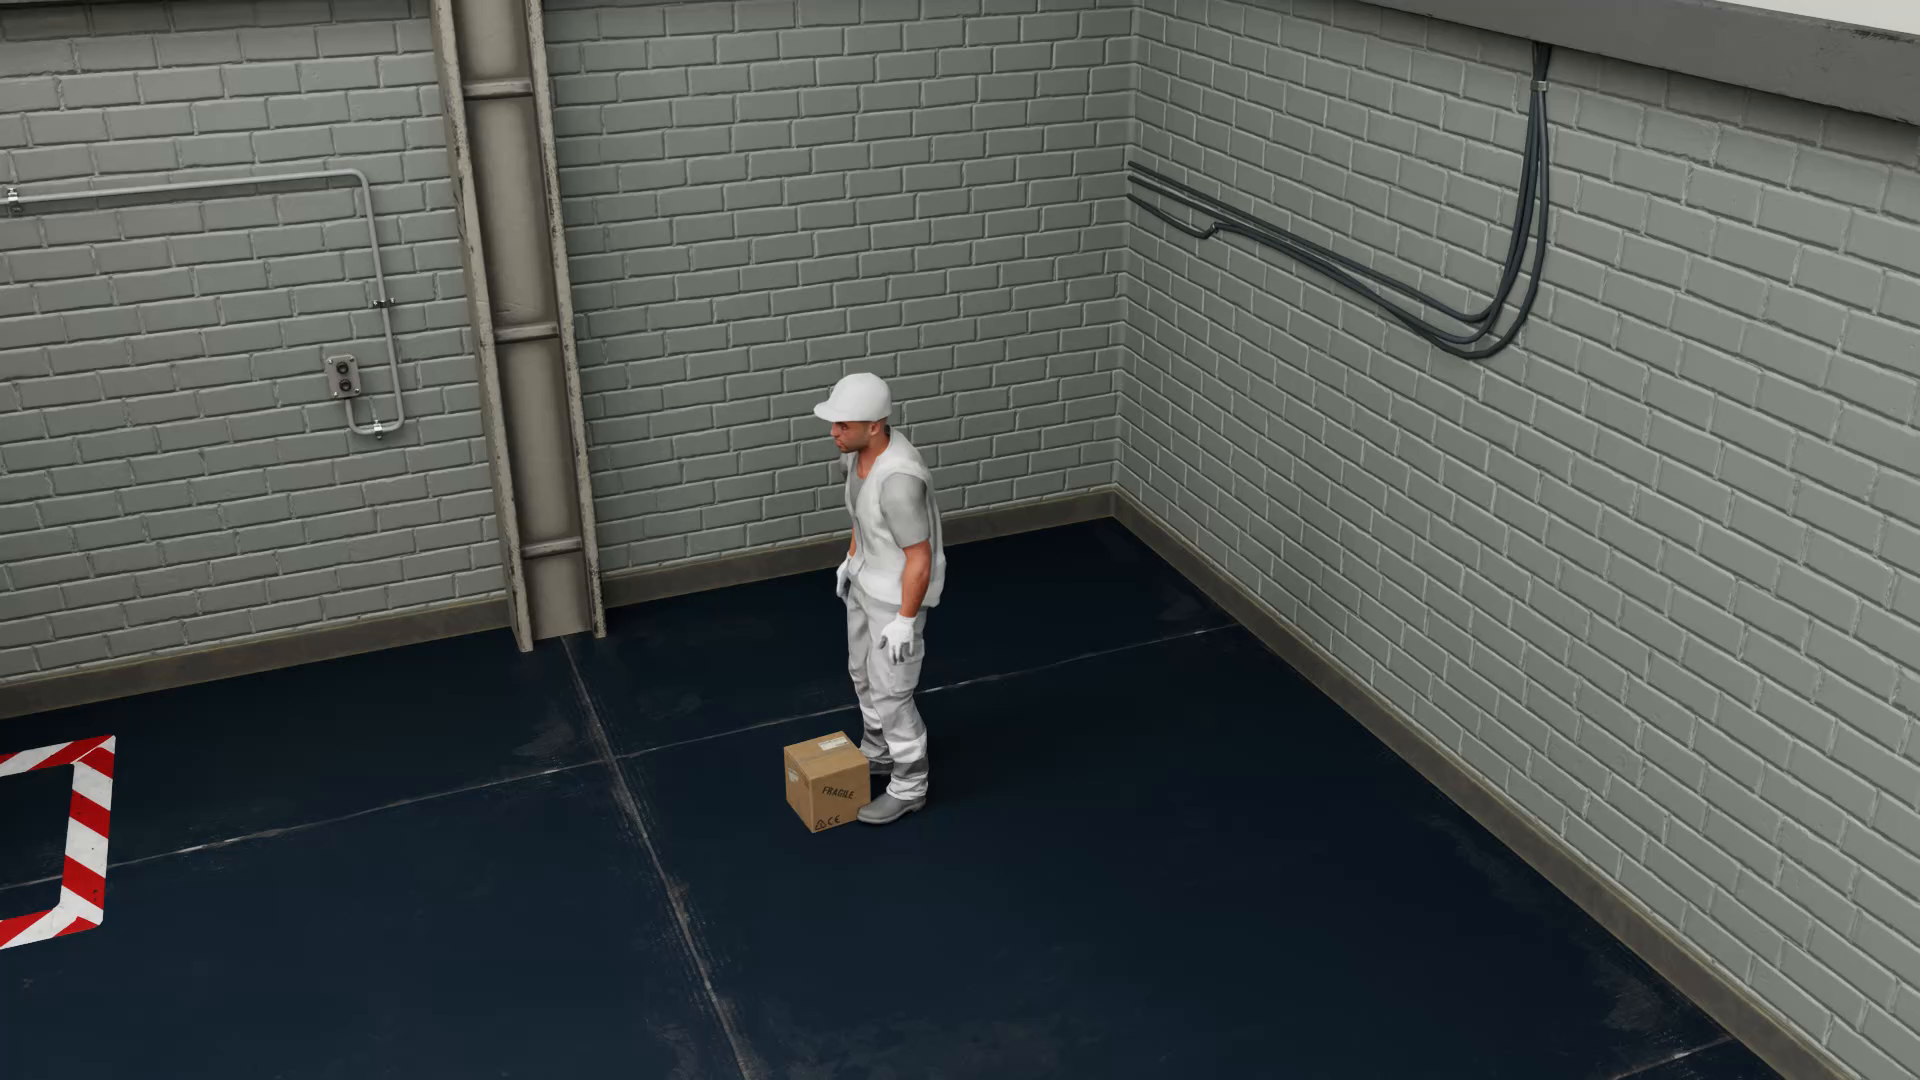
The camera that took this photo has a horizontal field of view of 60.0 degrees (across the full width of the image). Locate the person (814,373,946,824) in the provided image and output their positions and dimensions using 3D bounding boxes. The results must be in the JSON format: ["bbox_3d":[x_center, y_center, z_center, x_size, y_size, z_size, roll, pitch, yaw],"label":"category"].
[{"bbox_3d":[-0.300,0.209,6.159,0.455,1.779,0.611,-11,28,-21],"label":"person"}]
